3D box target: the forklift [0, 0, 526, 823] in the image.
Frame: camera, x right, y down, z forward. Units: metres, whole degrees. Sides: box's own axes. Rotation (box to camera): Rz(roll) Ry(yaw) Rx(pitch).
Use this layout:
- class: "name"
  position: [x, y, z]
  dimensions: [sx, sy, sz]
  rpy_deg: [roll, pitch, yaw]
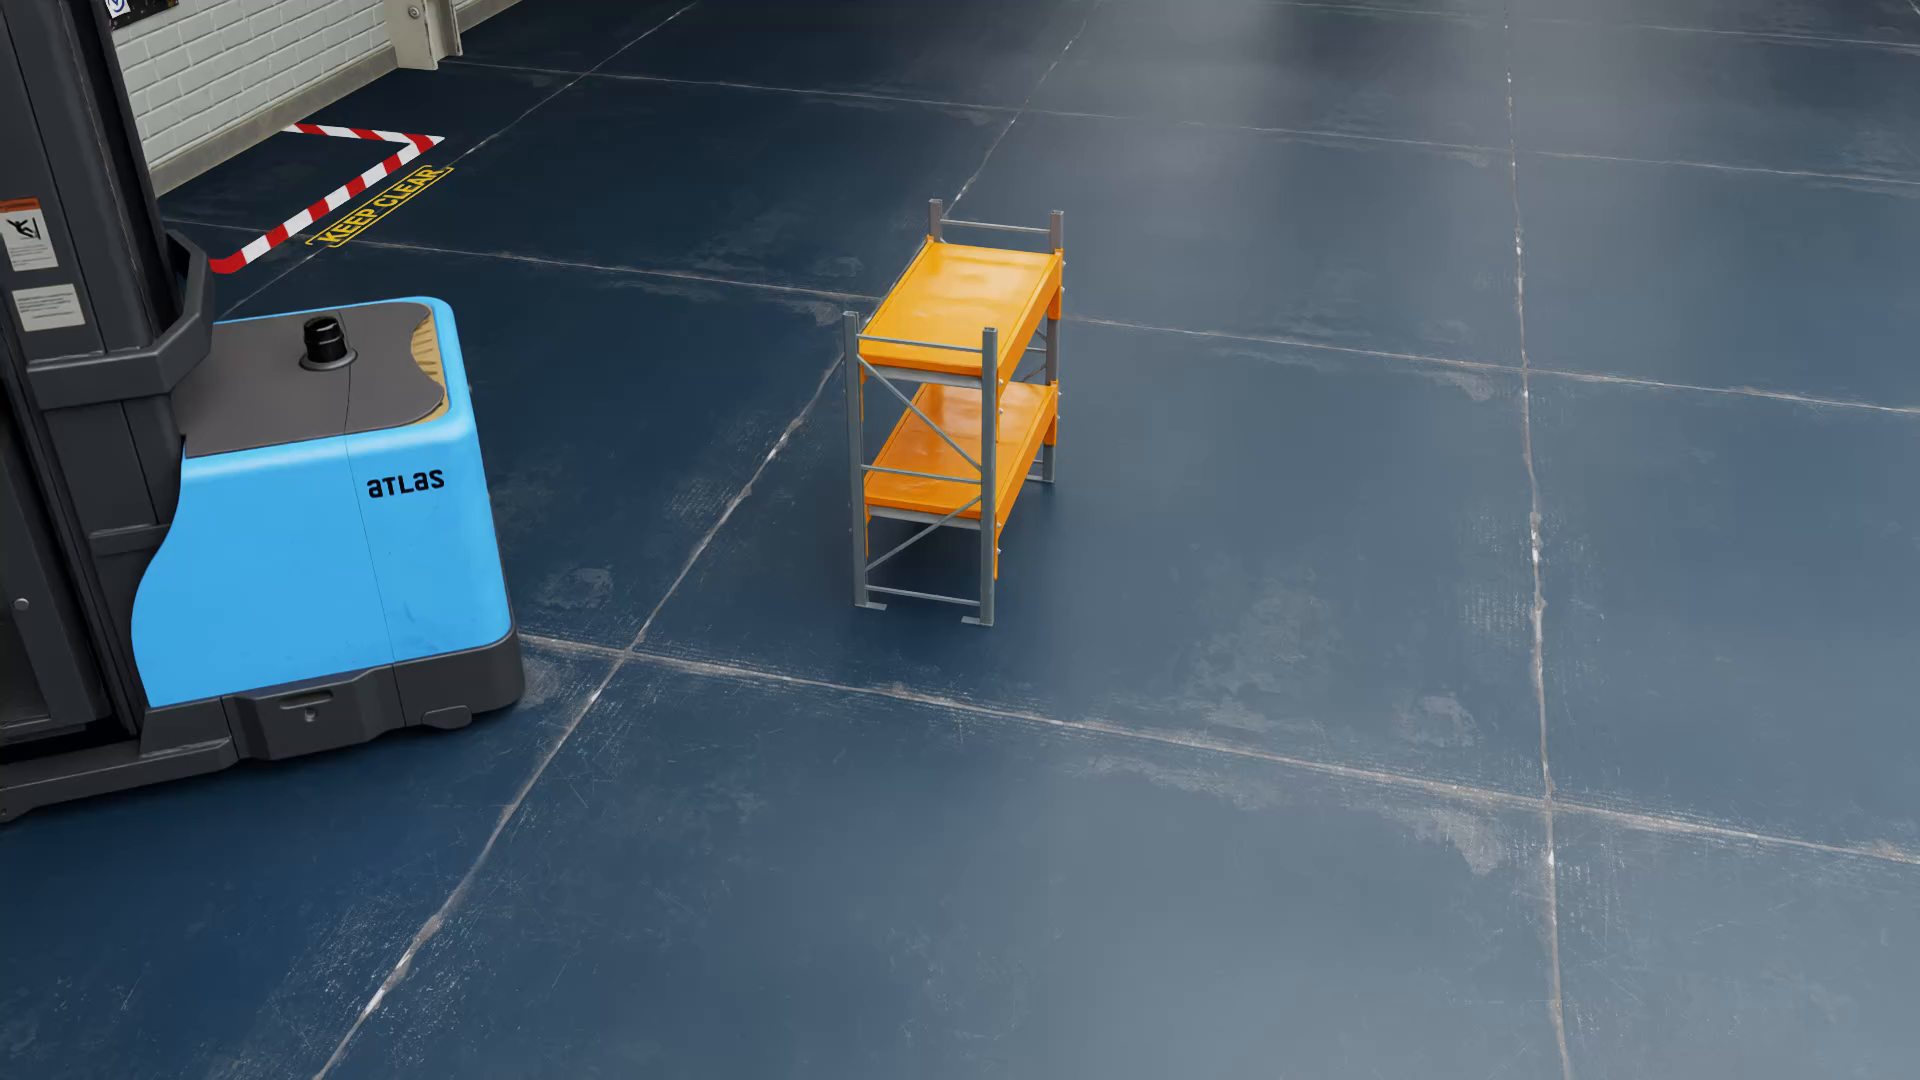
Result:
- class: "forklift"
  position: [-2.975, -0.660, 4.556]
  dimensions: [3.031, 2.935, 1.130]
  rpy_deg: [-10, 34, -16]

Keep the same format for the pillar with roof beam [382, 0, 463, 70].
- class: "pillar with roof beam"
  position: [0.508, -6.513, 8.108]
  dimensions: [9.100, 9.000, 0.400]
  rpy_deg: [8, 33, 12]

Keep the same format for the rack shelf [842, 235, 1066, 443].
- class: "rack shelf"
  position: [0.002, -0.725, 5.797]
  dimensions: [0.538, 0.278, 1.000]
  rpy_deg: [8, 33, 12]

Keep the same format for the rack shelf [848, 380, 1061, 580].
- class: "rack shelf"
  position: [0.002, -0.272, 6.085]
  dimensions: [0.538, 0.278, 1.000]
  rpy_deg: [8, 33, 12]

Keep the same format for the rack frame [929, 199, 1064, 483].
- class: "rack frame"
  position: [0.131, -0.742, 6.369]
  dimensions: [0.500, 1.125, 0.032]
  rpy_deg: [8, 33, 12]

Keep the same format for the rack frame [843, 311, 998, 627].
- class: "rack frame"
  position: [-0.127, -0.214, 5.539]
  dimensions: [0.500, 1.125, 0.032]
  rpy_deg: [8, 33, 12]

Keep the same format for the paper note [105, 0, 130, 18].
- class: "paper note"
  position: [-4.431, -2.836, 8.737]
  dimensions: [0.016, 0.148, 0.142]
  rpy_deg: [8, 33, 12]

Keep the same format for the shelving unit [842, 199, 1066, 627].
- class: "shelving unit"
  position: [0.002, -0.478, 5.954]
  dimensions: [0.538, 1.125, 1.048]
  rpy_deg: [8, 33, 12]

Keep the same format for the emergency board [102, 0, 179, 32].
- class: "emergency board"
  position: [-4.320, -3.291, 8.630]
  dimensions: [0.194, 1.169, 0.643]
  rpy_deg: [8, 33, 12]
